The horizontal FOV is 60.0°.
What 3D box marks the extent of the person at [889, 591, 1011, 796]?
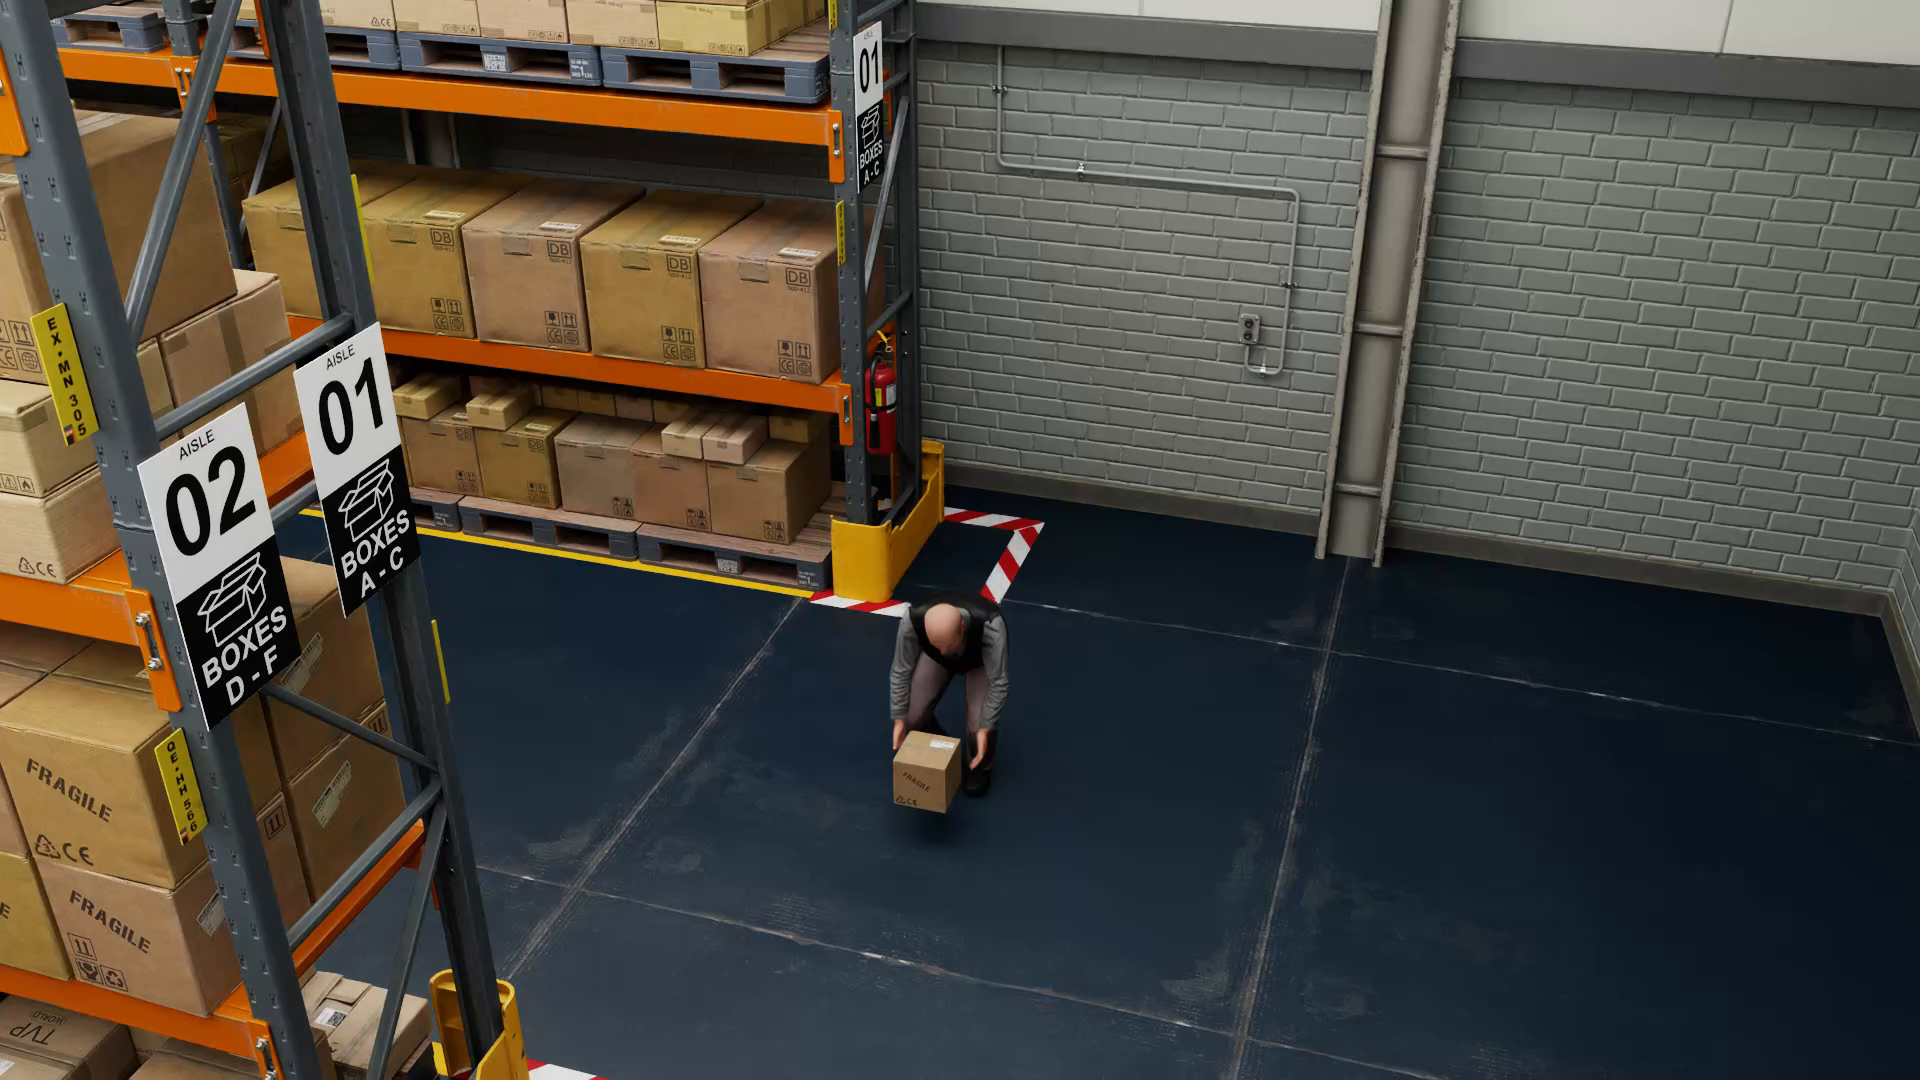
[{"bbox_3d":[0.000,0.665,7.900,0.575,1.179,0.805,8,30,15],"label":"person"}]
